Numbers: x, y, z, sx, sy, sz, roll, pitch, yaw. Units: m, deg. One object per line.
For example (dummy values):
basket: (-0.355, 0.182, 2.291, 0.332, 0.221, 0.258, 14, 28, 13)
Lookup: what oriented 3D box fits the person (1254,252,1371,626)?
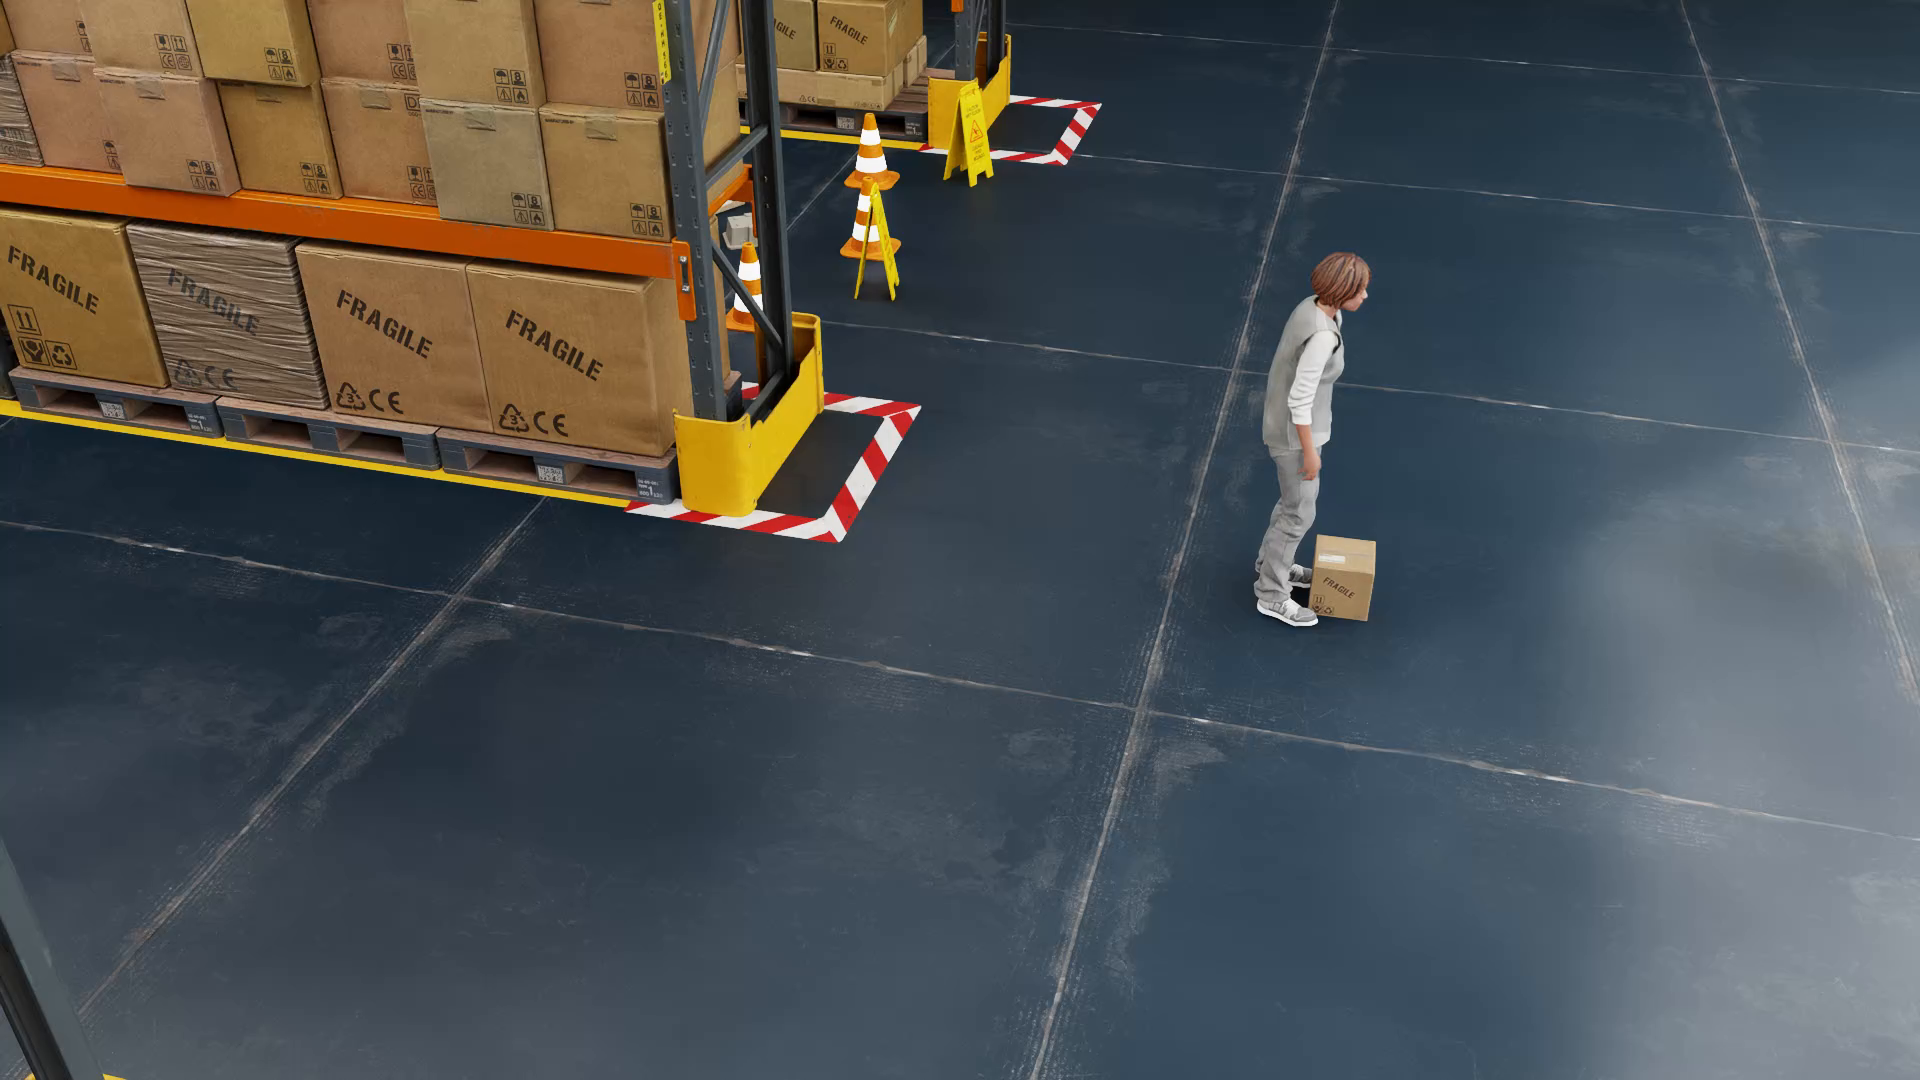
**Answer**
person: (1.409, -0.429, 6.803, 0.348, 1.592, 0.476, 7, 34, 11)
